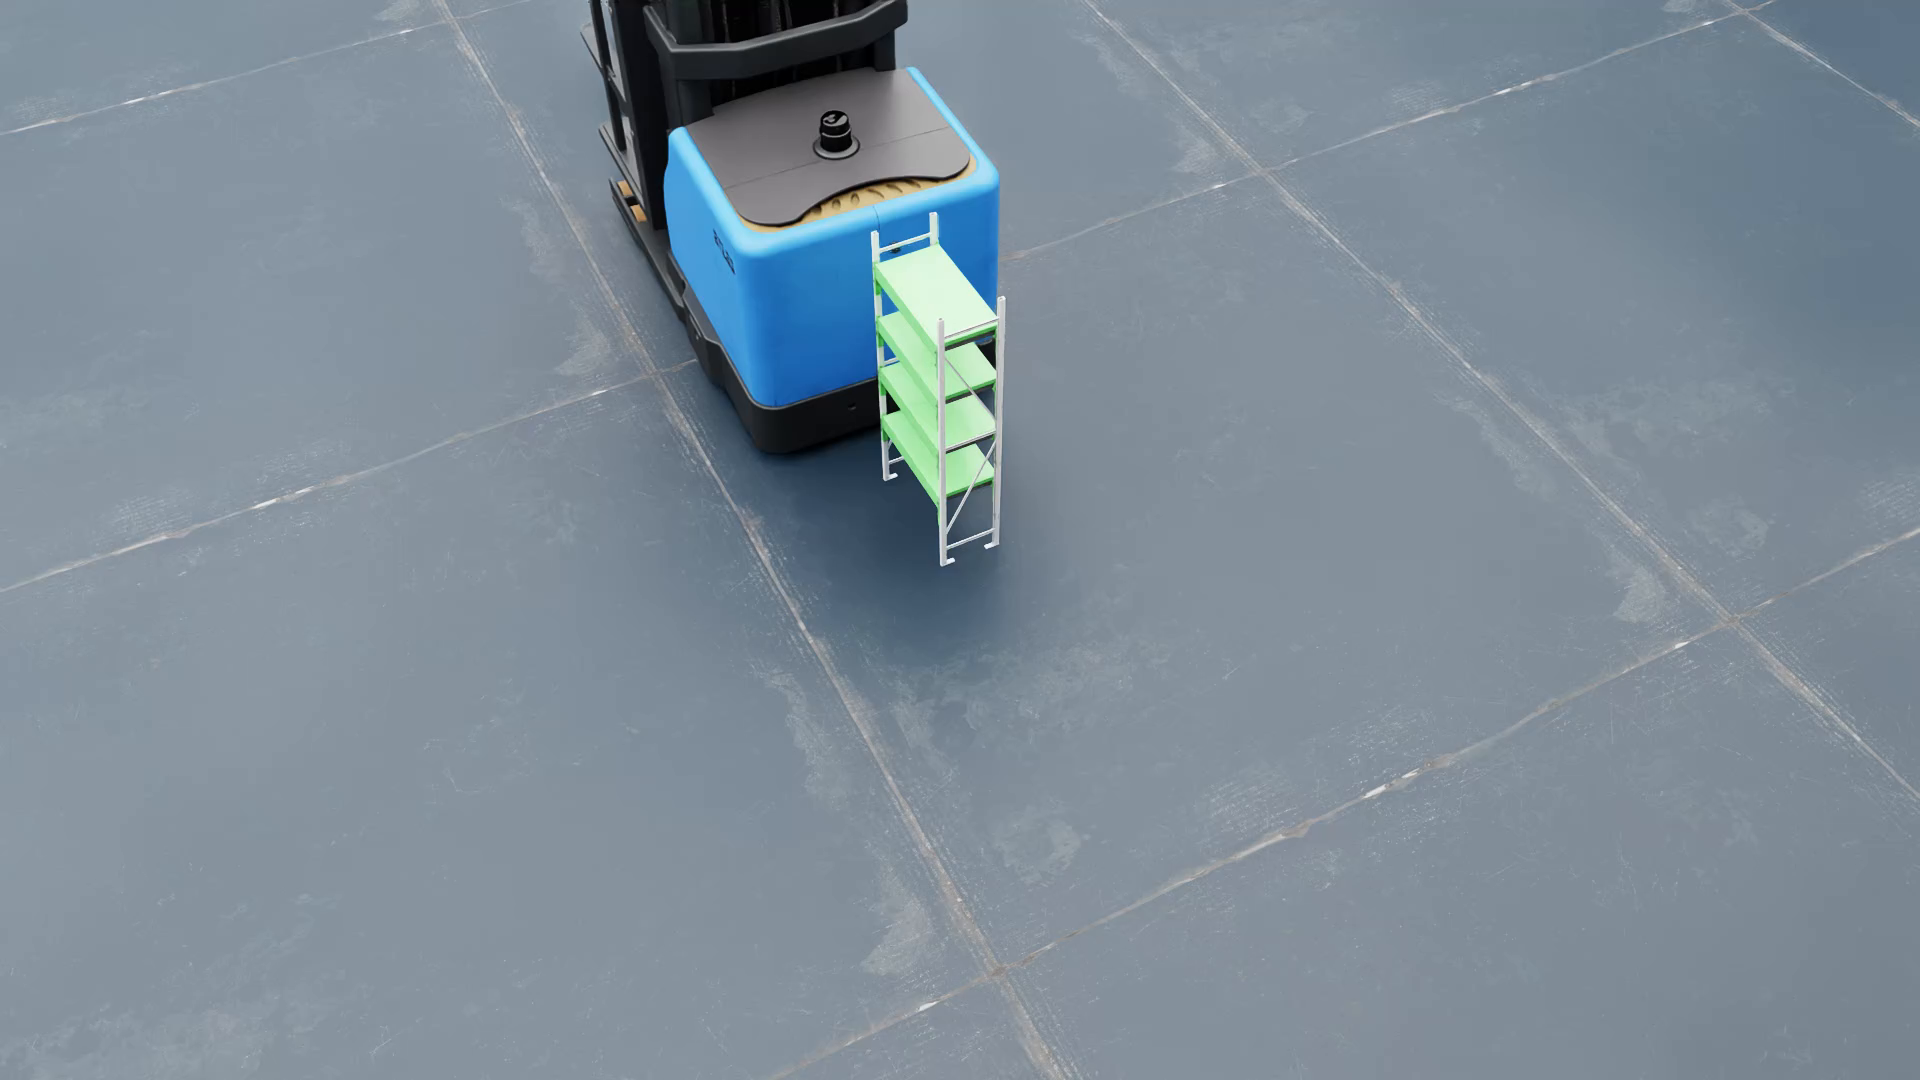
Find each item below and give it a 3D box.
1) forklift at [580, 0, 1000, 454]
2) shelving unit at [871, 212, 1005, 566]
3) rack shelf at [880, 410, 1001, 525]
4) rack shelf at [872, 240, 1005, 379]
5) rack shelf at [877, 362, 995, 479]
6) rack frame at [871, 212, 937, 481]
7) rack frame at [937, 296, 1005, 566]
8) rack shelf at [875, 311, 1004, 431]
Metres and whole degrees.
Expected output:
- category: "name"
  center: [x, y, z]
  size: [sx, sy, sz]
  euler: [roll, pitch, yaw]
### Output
- category: "forklift"
  center: [-0.921, -2.425, 6.424]
  size: [1.130, 2.935, 3.031]
  euler: [-19, 52, -16]
- category: "shelving unit"
  center: [-0.076, -0.506, 5.895]
  size: [0.258, 1.200, 0.503]
  euler: [-21, 52, -18]
- category: "rack shelf"
  center: [-0.076, -0.306, 6.124]
  size: [0.258, 0.148, 0.480]
  euler: [-21, 52, -18]
- category: "rack shelf"
  center: [-0.076, -0.780, 5.582]
  size: [0.258, 0.148, 0.480]
  euler: [-21, 52, -18]
- category: "rack shelf"
  center: [-0.076, -0.464, 5.943]
  size: [0.258, 0.148, 0.480]
  euler: [-21, 52, -18]
- category: "rack frame"
  center: [-0.187, -0.669, 6.038]
  size: [0.240, 1.200, 0.015]
  euler: [-21, 52, -18]
- category: "rack frame"
  center: [0.036, -0.342, 5.752]
  size: [0.240, 1.200, 0.015]
  euler: [-21, 52, -18]
- category: "rack shelf"
  center: [-0.076, -0.622, 5.763]
  size: [0.258, 0.148, 0.480]
  euler: [-21, 52, -18]
